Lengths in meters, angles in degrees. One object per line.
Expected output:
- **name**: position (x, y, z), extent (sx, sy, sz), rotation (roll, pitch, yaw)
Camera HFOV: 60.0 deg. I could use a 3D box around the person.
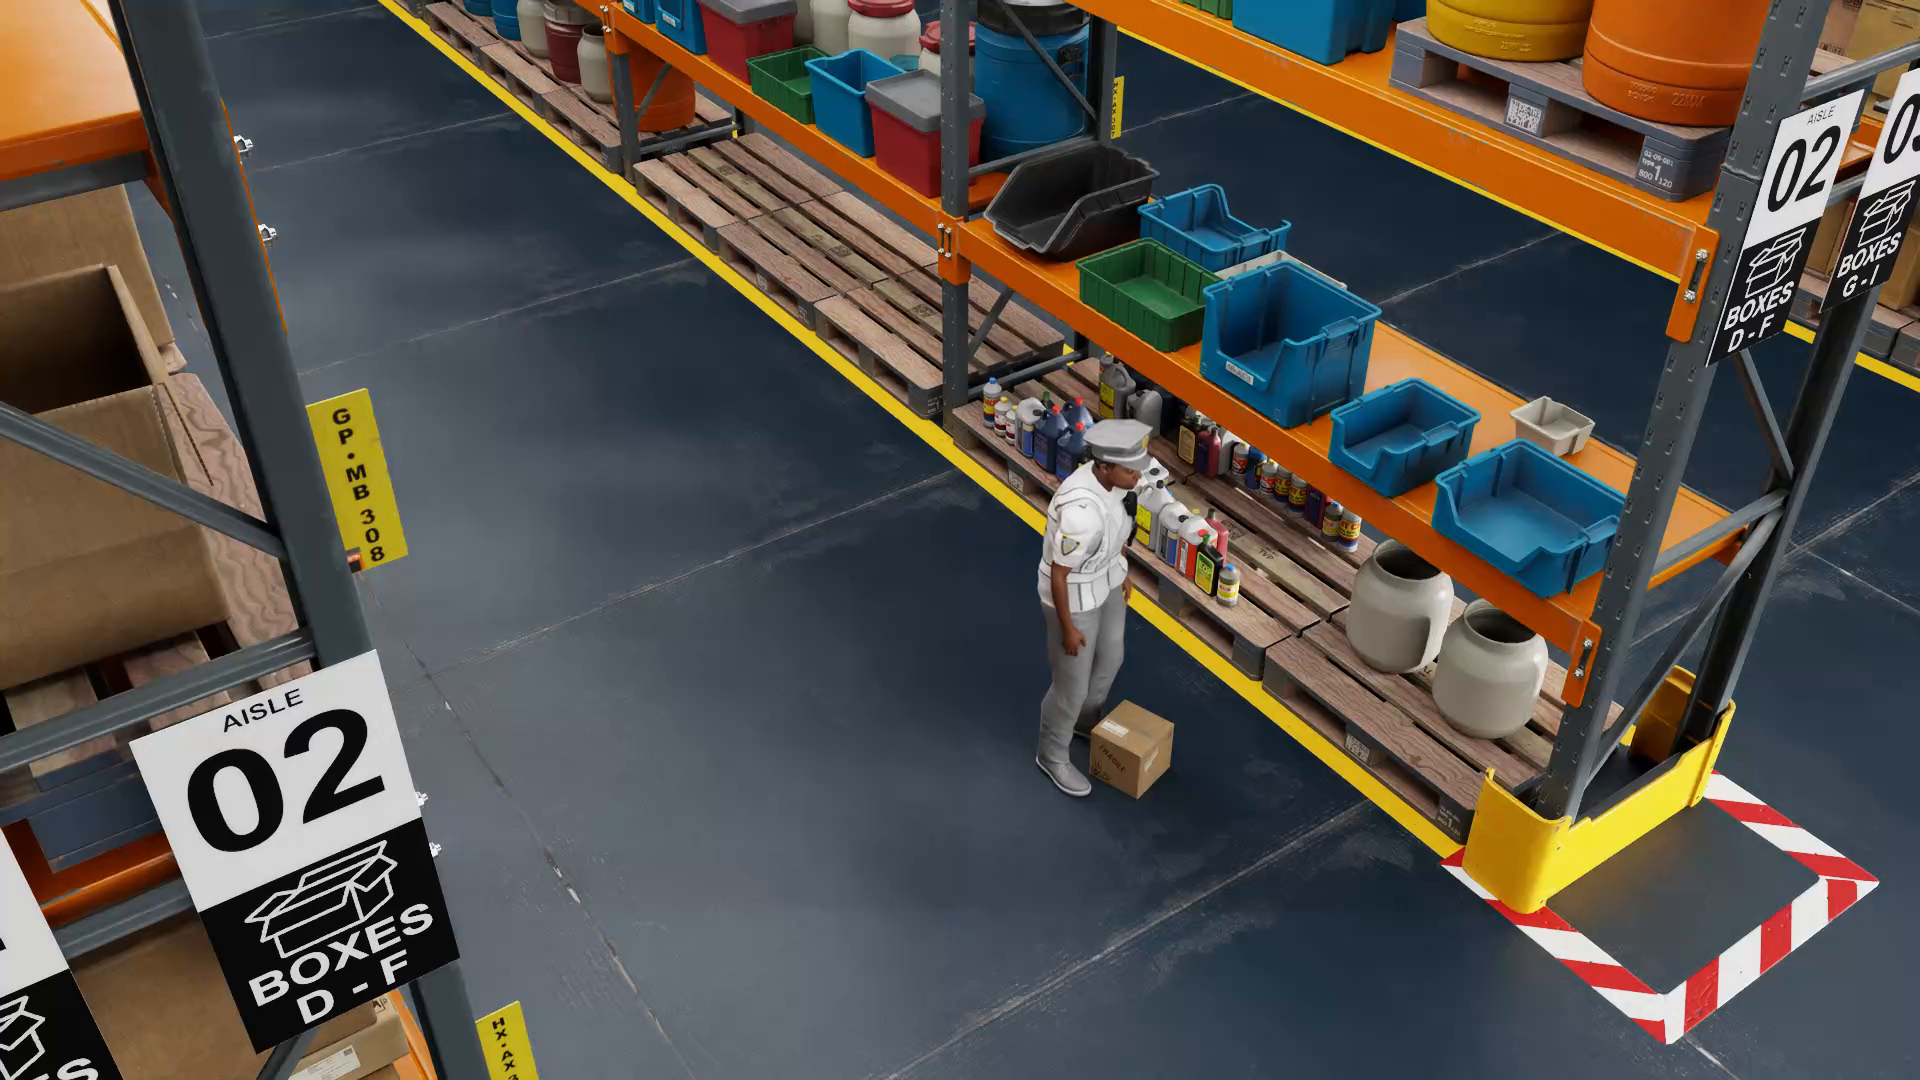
- **person**: position (0.522, 0.241, 6.675), extent (0.396, 1.661, 0.526), rotation (22, 42, 27)
